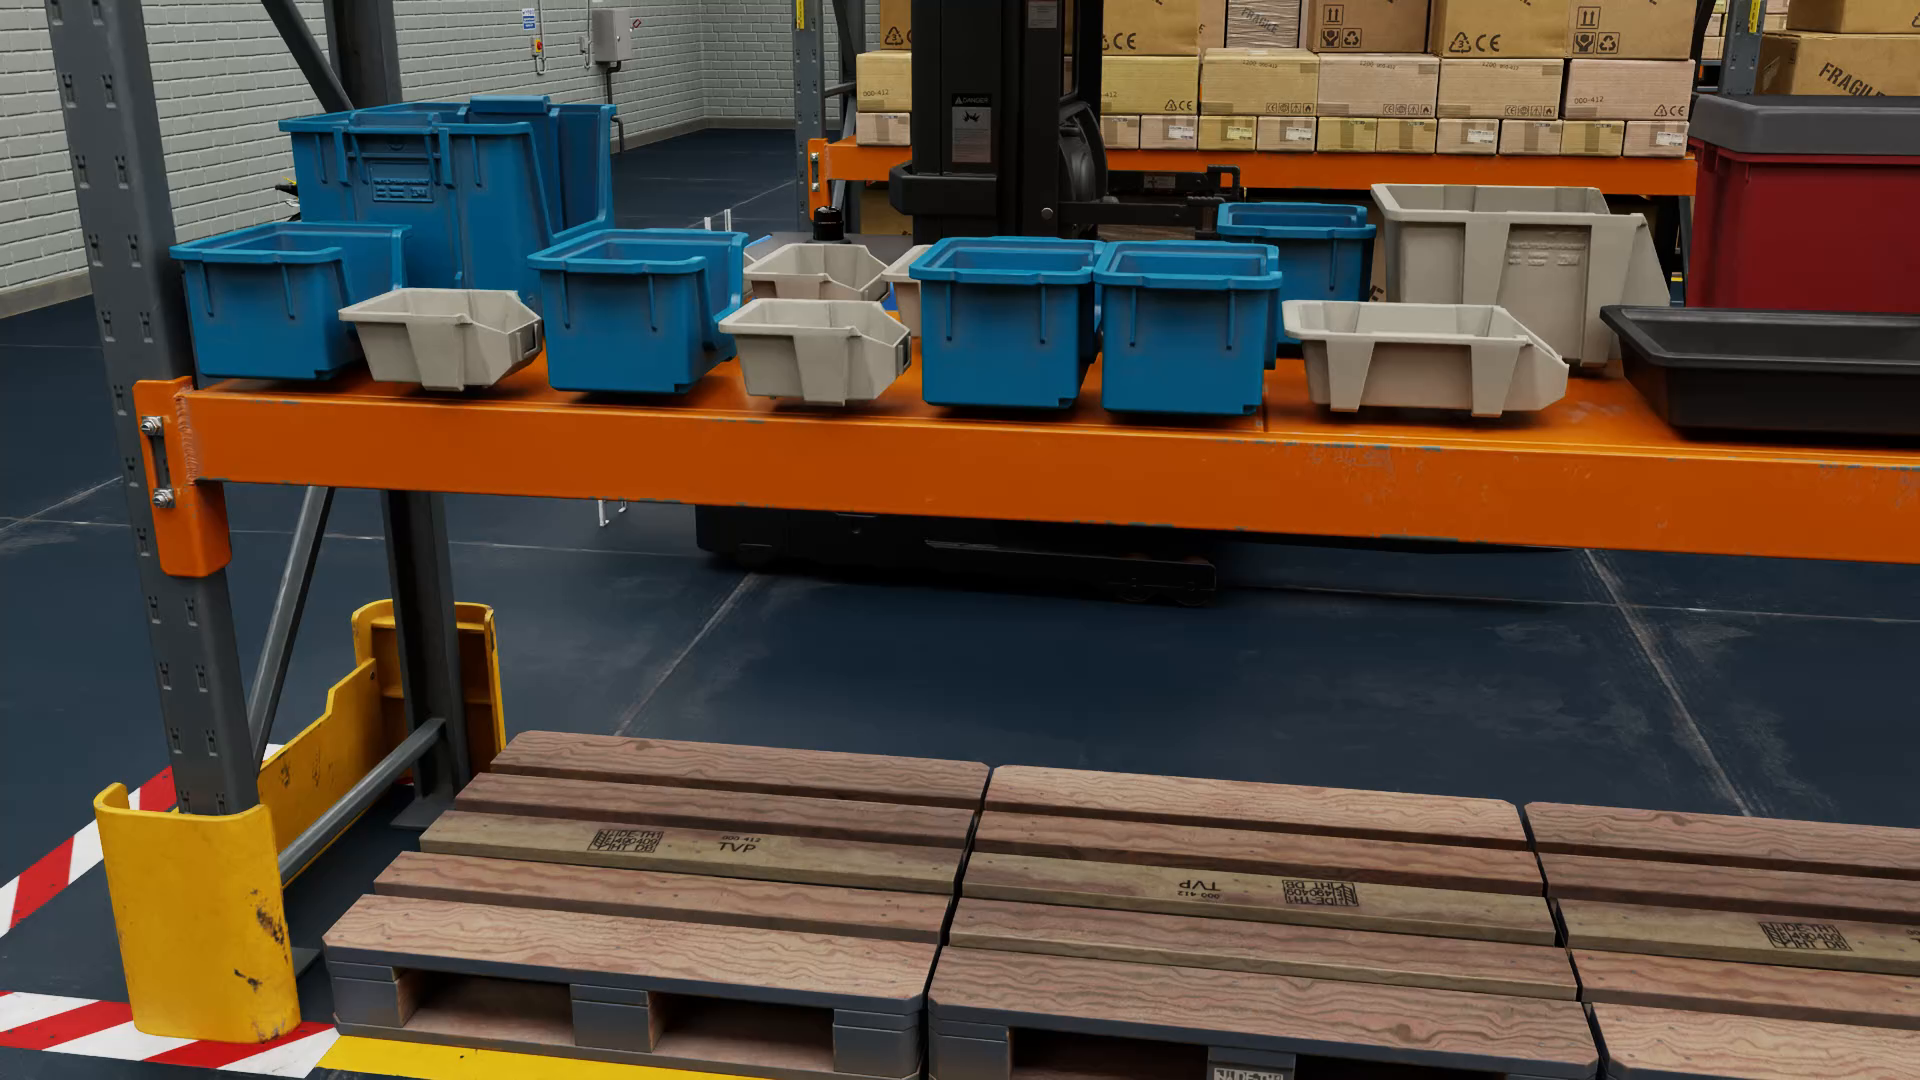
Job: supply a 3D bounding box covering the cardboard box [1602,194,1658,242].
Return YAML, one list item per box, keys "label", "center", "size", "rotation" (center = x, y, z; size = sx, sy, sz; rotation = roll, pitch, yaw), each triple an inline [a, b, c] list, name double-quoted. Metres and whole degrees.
- label: "cardboard box"
  center: [2.693, -1.211, 7.882]
  size: [0.875, 0.875, 0.875]
  rotation: [3, 19, 9]

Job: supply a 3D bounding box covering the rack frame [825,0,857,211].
- label: "rack frame"
  center: [-0.616, -2.164, 8.042]
  size: [0.053, 2.616, 0.949]
  rotation: [3, 19, 9]

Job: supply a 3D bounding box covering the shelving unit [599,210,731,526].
- label: "shelving unit"
  center: [-1.128, -0.644, 6.336]
  size: [0.503, 1.200, 0.258]
  rotation: [4, 19, 11]

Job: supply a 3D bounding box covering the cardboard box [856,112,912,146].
- label: "cardboard box"
  center: [-0.319, -1.922, 7.716]
  size: [0.250, 0.149, 0.380]
  rotation: [3, 19, 9]

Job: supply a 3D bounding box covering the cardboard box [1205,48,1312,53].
- label: "cardboard box"
  center: [1.422, -2.215, 7.963]
  size: [0.500, 0.250, 0.500]
  rotation: [3, 19, 9]

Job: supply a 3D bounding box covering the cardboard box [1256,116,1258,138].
- label: "cardboard box"
  center: [1.554, -2.039, 8.066]
  size: [0.250, 0.149, 0.380]
  rotation: [2, 19, 7]

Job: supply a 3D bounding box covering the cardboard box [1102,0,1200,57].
- label: "cardboard box"
  center: [0.820, -2.430, 7.424]
  size: [0.500, 0.500, 0.500]
  rotation: [2, 19, 7]

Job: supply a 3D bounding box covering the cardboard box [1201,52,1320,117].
- label: "cardboard box"
  center: [1.340, -2.049, 7.466]
  size: [0.500, 0.250, 0.500]
  rotation: [3, 19, 8]

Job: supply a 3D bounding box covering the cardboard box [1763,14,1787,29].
- label: "cardboard box"
  center: [5.569, -3.516, 11.350]
  size: [0.250, 0.149, 0.380]
  rotation: [4, 19, 11]

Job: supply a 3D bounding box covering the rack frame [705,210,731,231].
- label: "rack frame"
  center: [-0.889, -0.628, 6.289]
  size: [0.015, 1.200, 0.240]
  rotation: [4, 19, 11]

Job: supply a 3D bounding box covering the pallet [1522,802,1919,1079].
- label: "pallet"
  center: [1.815, 0.888, 3.316]
  size: [1.213, 0.211, 1.003]
  rotation: [3, 19, 9]

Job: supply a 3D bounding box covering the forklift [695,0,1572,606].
- label: "forklift"
  center: [0.615, -1.350, 5.717]
  size: [3.031, 2.935, 1.130]
  rotation: [4, 19, 11]

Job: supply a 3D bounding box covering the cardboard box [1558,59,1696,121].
- label: "cardboard box"
  center: [2.855, -1.971, 7.234]
  size: [0.500, 0.250, 0.500]
  rotation: [3, 19, 8]

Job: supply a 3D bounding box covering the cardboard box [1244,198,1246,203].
- label: "cardboard box"
  center: [2.051, -2.546, 12.546]
  size: [0.250, 0.149, 0.380]
  rotation: [4, 19, 11]

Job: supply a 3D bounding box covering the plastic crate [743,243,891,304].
- label: "plastic crate"
  center: [-0.285, -0.511, 3.423]
  size: [0.243, 0.136, 0.396]
  rotation: [3, 19, 9]

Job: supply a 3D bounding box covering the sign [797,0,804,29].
- label: "sign"
  center: [-0.711, -2.437, 7.370]
  size: [0.005, 0.325, 0.100]
  rotation: [3, 19, 9]

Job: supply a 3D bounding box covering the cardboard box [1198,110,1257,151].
- label: "cardboard box"
  center: [1.200, -1.845, 7.486]
  size: [0.250, 0.149, 0.380]
  rotation: [2, 19, 7]

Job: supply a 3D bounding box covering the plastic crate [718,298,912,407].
- label: "plastic crate"
  center: [-0.238, -0.322, 2.860]
  size: [0.298, 0.136, 0.250]
  rotation: [3, 19, 9]

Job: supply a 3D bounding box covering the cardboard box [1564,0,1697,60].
- label: "cardboard box"
  center: [2.836, -2.326, 7.113]
  size: [0.500, 0.500, 0.500]
  rotation: [3, 19, 10]

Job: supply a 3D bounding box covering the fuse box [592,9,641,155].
- label: "fuse box"
  center: [-4.139, -5.583, 20.293]
  size: [0.414, 1.711, 0.539]
  rotation: [3, 19, 9]

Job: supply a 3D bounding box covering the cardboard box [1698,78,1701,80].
- label: "cardboard box"
  center: [7.305, -4.163, 16.705]
  size: [0.875, 0.875, 0.875]
  rotation: [3, 19, 9]

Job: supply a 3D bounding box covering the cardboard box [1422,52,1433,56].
- label: "cardboard box"
  center: [2.420, -2.163, 7.809]
  size: [0.500, 0.250, 0.500]
  rotation: [3, 19, 8]

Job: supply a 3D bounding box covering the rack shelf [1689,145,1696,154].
- label: "rack shelf"
  center: [5.307, -1.519, 7.250]
  size: [4.000, 0.370, 1.077]
  rotation: [3, 19, 9]

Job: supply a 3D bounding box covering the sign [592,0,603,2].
- label: "sign"
  center: [-4.352, -6.579, 19.937]
  size: [0.001, 0.242, 0.339]
  rotation: [3, 19, 9]

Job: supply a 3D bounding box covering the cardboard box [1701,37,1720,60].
- label: "cardboard box"
  center: [5.056, -3.400, 11.472]
  size: [0.250, 0.149, 0.380]
  rotation: [3, 19, 9]

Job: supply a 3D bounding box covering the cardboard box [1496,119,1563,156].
- label: "cardboard box"
  center: [2.472, -1.781, 7.293]
  size: [0.250, 0.149, 0.380]
  rotation: [3, 19, 8]

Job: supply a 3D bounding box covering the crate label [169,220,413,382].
- label: "crate label"
  center: [-1.211, -0.444, 3.073]
  size: [0.303, 0.233, 0.416]
  rotation: [3, 19, 9]

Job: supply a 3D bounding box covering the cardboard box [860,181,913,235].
- label: "cardboard box"
  center: [0.028, -1.347, 8.288]
  size: [0.875, 0.875, 0.875]
  rotation: [3, 19, 9]

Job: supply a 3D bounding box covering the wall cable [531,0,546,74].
- label: "wall cable"
  center: [-4.616, -6.040, 17.978]
  size: [0.123, 1.953, 0.585]
  rotation: [3, 19, 9]

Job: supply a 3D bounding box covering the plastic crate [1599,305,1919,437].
- label: "plastic crate"
  center: [1.399, -0.280, 2.751]
  size: [0.590, 0.125, 0.437]
  rotation: [3, 19, 9]

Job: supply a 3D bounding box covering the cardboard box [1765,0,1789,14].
- label: "cardboard box"
  center: [5.563, -3.656, 11.300]
  size: [0.250, 0.149, 0.380]
  rotation: [3, 19, 8]

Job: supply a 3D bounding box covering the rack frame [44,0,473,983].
- label: "rack frame"
  center: [-1.403, -0.611, 3.401]
  size: [0.127, 3.000, 1.000]
  rotation: [3, 19, 9]

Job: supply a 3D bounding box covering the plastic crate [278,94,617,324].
- label: "plastic crate"
  center: [-1.042, -0.698, 3.511]
  size: [0.499, 0.435, 0.616]
  rotation: [3, 19, 9]

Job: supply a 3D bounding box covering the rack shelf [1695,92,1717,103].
- label: "rack shelf"
  center: [6.194, -3.068, 11.879]
  size: [4.000, 0.370, 1.077]
  rotation: [3, 19, 9]

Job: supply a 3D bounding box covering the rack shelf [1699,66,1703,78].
- label: "rack shelf"
  center: [6.879, -4.624, 16.529]
  size: [4.000, 0.370, 1.077]
  rotation: [3, 19, 9]

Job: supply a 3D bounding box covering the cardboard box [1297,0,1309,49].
- label: "cardboard box"
  center: [2.693, -3.686, 11.966]
  size: [0.500, 0.500, 0.500]
  rotation: [3, 19, 8]

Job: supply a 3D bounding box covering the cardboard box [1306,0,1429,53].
- label: "cardboard box"
  center: [1.901, -2.543, 7.761]
  size: [0.500, 0.500, 0.500]
  rotation: [2, 19, 7]

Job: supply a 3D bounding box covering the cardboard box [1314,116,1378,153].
- label: "cardboard box"
  center: [1.711, -1.819, 7.409]
  size: [0.250, 0.149, 0.380]
  rotation: [3, 19, 8]

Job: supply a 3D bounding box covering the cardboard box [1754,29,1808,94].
- label: "cardboard box"
  center: [3.838, -2.071, 7.607]
  size: [0.500, 0.500, 0.500]
  rotation: [3, 19, 9]
